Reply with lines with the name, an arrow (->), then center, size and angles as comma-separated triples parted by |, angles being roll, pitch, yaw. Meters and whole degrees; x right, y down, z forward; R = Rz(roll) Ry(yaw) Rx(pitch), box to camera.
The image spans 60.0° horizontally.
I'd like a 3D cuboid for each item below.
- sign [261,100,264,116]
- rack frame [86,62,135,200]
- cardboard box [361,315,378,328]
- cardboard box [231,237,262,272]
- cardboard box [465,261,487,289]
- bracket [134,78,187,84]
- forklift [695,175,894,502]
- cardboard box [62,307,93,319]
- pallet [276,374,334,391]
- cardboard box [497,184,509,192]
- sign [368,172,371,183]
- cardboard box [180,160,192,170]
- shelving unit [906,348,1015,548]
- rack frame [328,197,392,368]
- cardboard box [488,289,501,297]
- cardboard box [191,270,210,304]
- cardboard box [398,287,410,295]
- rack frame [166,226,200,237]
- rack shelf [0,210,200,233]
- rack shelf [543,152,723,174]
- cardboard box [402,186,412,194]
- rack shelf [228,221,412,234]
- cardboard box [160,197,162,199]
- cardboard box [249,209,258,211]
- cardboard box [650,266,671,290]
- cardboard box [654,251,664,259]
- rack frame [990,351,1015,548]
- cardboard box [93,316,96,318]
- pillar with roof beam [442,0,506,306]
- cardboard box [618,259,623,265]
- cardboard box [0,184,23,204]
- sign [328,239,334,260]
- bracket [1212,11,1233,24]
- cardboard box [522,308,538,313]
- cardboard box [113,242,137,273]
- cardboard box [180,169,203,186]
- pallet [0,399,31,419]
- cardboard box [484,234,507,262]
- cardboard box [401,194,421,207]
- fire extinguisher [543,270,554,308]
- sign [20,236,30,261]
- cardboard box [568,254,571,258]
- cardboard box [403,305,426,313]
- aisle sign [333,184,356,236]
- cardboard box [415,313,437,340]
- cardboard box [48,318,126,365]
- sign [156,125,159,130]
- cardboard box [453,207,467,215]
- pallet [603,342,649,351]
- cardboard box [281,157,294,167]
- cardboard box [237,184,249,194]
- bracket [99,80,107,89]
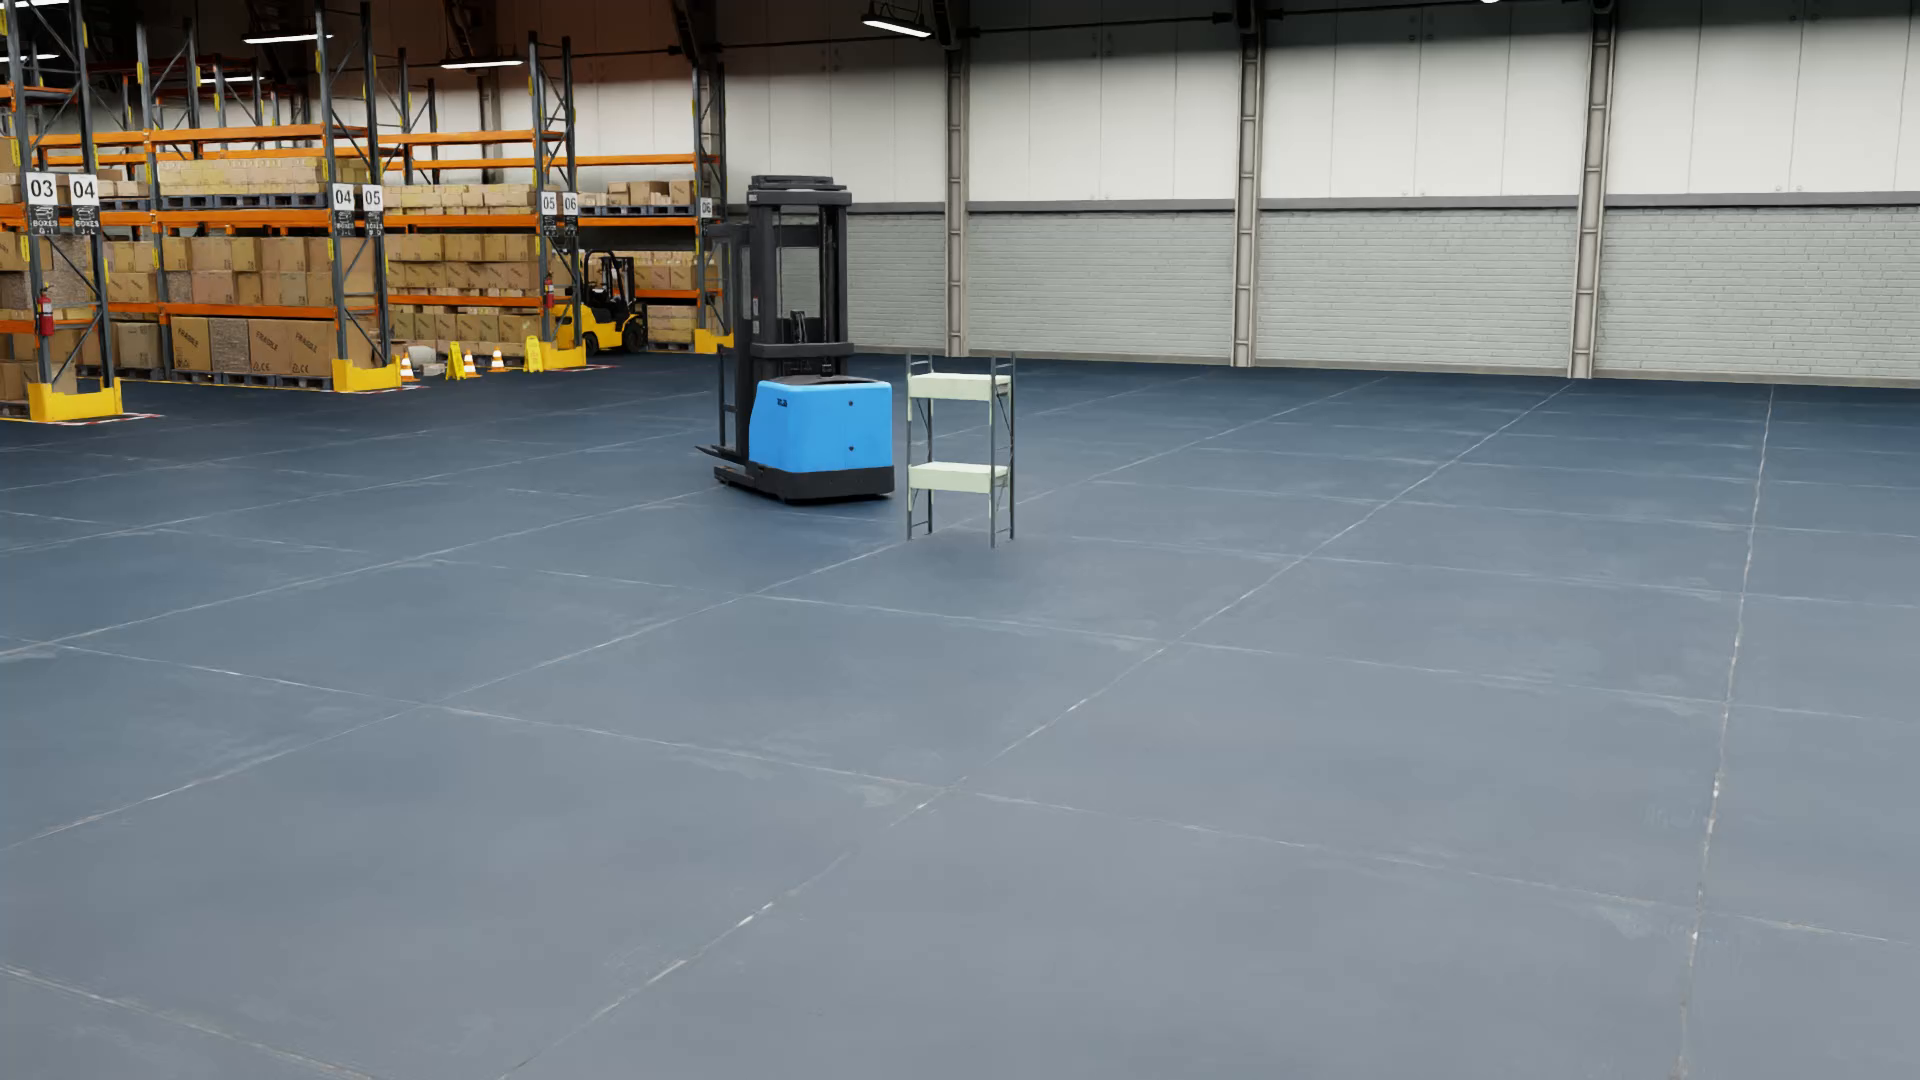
sign -> -14.345, -8.871, 34.134 | 0.005, 0.325, 0.100 | 5, 11, 26
rack frame -> -18.164, -8.600, 35.482 | 0.127, 3.000, 1.000 | 5, 11, 26
cardboard box -> -13.773, -5.184, 39.289 | 0.500, 0.500, 0.500 | 6, 12, 28
cardboard box -> -11.327, -4.660, 27.104 | 0.500, 0.550, 0.875 | 5, 11, 26
cardboard box -> -8.905, -4.977, 31.193 | 0.500, 0.500, 0.500 | 5, 11, 26
bracket -> -19.036, -11.543, 41.631 | 4.783, 0.066, 0.076 | 5, 11, 26
forklift -> -1.761, -2.008, 16.093 | 1.130, 2.935, 3.031 | -6, 12, -29
cardboard box -> -11.937, -3.057, 22.404 | 0.250, 0.149, 0.380 | 5, 11, 26
pallet -> -10.254, -2.583, 26.907 | 1.213, 0.211, 1.003 | 5, 11, 26
cardboard box -> -8.288, -6.471, 30.604 | 0.250, 0.149, 0.380 | 5, 11, 25
sign -> -11.232, -6.853, 31.694 | 0.005, 0.325, 0.100 | 5, 11, 26
cardboard box -> -12.457, -6.097, 27.080 | 0.250, 0.149, 0.380 | 5, 11, 25
shelving unit -> 0.006, -0.737, 13.094 | 0.755, 1.500, 0.431 | 5, 11, 26
rack frame -> -9.502, -3.904, 26.380 | 0.127, 3.000, 1.000 | 5, 11, 26
cardboard box -> -8.573, -4.616, 31.017 | 0.250, 0.149, 0.380 | 5, 12, 27
cardboard box -> -12.250, -4.226, 27.738 | 0.550, 0.550, 0.875 | 5, 11, 26
cardboard box -> -10.599, -4.807, 32.071 | 0.250, 0.149, 0.380 | 5, 12, 27
rack frame -> -19.558, -6.757, 42.140 | 0.127, 3.000, 1.000 | 5, 11, 26
rack shelf -> -14.883, -5.499, 28.789 | 4.000, 0.370, 1.077 | 5, 11, 26
rack shelf -> -7.003, -8.055, 35.610 | 4.000, 0.370, 1.077 | 5, 11, 26
cardboard box -> -10.373, -6.648, 31.582 | 0.250, 0.149, 0.380 | 5, 11, 24
rack shelf -> -12.783, -6.298, 33.201 | 4.000, 0.370, 1.077 | 5, 11, 26
cardboard box -> -16.285, -7.158, 34.473 | 0.500, 0.500, 0.500 | 5, 11, 26
cardboard box -> -14.140, -6.671, 33.622 | 0.258, 0.266, 0.396 | 5, 11, 26
cardboard box -> -6.228, -5.584, 35.381 | 0.500, 0.500, 0.500 | 5, 12, 28
cardboard box -> -6.296, -6.067, 35.395 | 0.250, 0.149, 0.380 | 5, 11, 26
rack frame -> 0.334, -0.709, 12.934 | 0.023, 1.500, 0.400 | 5, 11, 26
cardboard box -> -19.482, -4.731, 36.965 | 0.875, 0.438, 0.875 | 5, 11, 24
pillar with roof beam -> -12.721, -8.432, 34.551 | 0.548, 9.000, 9.100 | 5, 11, 26
cardboard box -> -7.249, -5.987, 35.787 | 0.250, 0.149, 0.380 | 5, 11, 25
cardboard box -> -12.332, -4.520, 21.779 | 0.500, 0.250, 0.500 | 5, 12, 27
sign -> -9.755, -4.505, 25.783 | 0.005, 0.325, 0.100 | 5, 11, 26
bracket -> 4.797, -9.448, 30.060 | 0.430, 0.232, 0.235 | 5, 11, 26
cardboard box -> -9.269, -4.888, 37.307 | 0.625, 0.625, 0.875 | 6, 12, 28
cardboard box -> -13.999, -4.839, 28.457 | 0.500, 0.500, 0.700 | 5, 11, 25
cardboard box -> -12.321, -5.901, 27.116 | 0.500, 0.250, 0.500 | 5, 11, 25
pallet -> -12.568, -1.824, 22.713 | 1.213, 0.211, 1.003 | 5, 11, 26
cardboard box -> -8.408, -5.437, 30.924 | 0.500, 0.500, 0.700 | 5, 11, 26
cardboard box -> -10.249, -6.449, 31.604 | 0.500, 0.250, 0.500 | 5, 11, 25
fire extinguisher -> -7.504, -4.582, 30.342 | 0.183, 0.674, 0.296 | 5, 11, 26
sign -> -12.051, -3.758, 21.435 | 0.005, 0.325, 0.100 | 5, 11, 26
cardboard box -> -8.360, -6.250, 36.403 | 0.250, 0.149, 0.380 | 5, 11, 27
cardboard box -> -10.494, -4.451, 32.014 | 0.250, 0.149, 0.380 | 5, 11, 27
aisle sign -> -9.571, -5.130, 25.853 | 0.004, 0.787, 0.394 | 5, 11, 26
cardboard box -> -10.095, -4.111, 31.956 | 0.500, 0.500, 0.500 | 6, 12, 28
cardboard box -> -15.384, -3.504, 29.304 | 0.750, 0.750, 1.050 | 5, 11, 27
sign -> -19.798, -10.121, 41.037 | 0.005, 0.325, 0.100 | 5, 11, 26
cardboard box -> -9.243, -6.153, 31.085 | 0.250, 0.149, 0.380 | 5, 11, 25
pallet -> -7.004, -4.274, 36.250 | 1.213, 0.211, 1.003 | 5, 11, 26
cardboard box -> -10.407, -5.917, 26.087 | 0.250, 0.149, 0.380 | 5, 12, 27
cardboard box -> -11.318, -5.605, 26.599 | 0.250, 0.149, 0.380 | 5, 11, 27
bracket -> -22.106, -11.812, 43.122 | 0.430, 0.232, 0.235 | 5, 11, 26
